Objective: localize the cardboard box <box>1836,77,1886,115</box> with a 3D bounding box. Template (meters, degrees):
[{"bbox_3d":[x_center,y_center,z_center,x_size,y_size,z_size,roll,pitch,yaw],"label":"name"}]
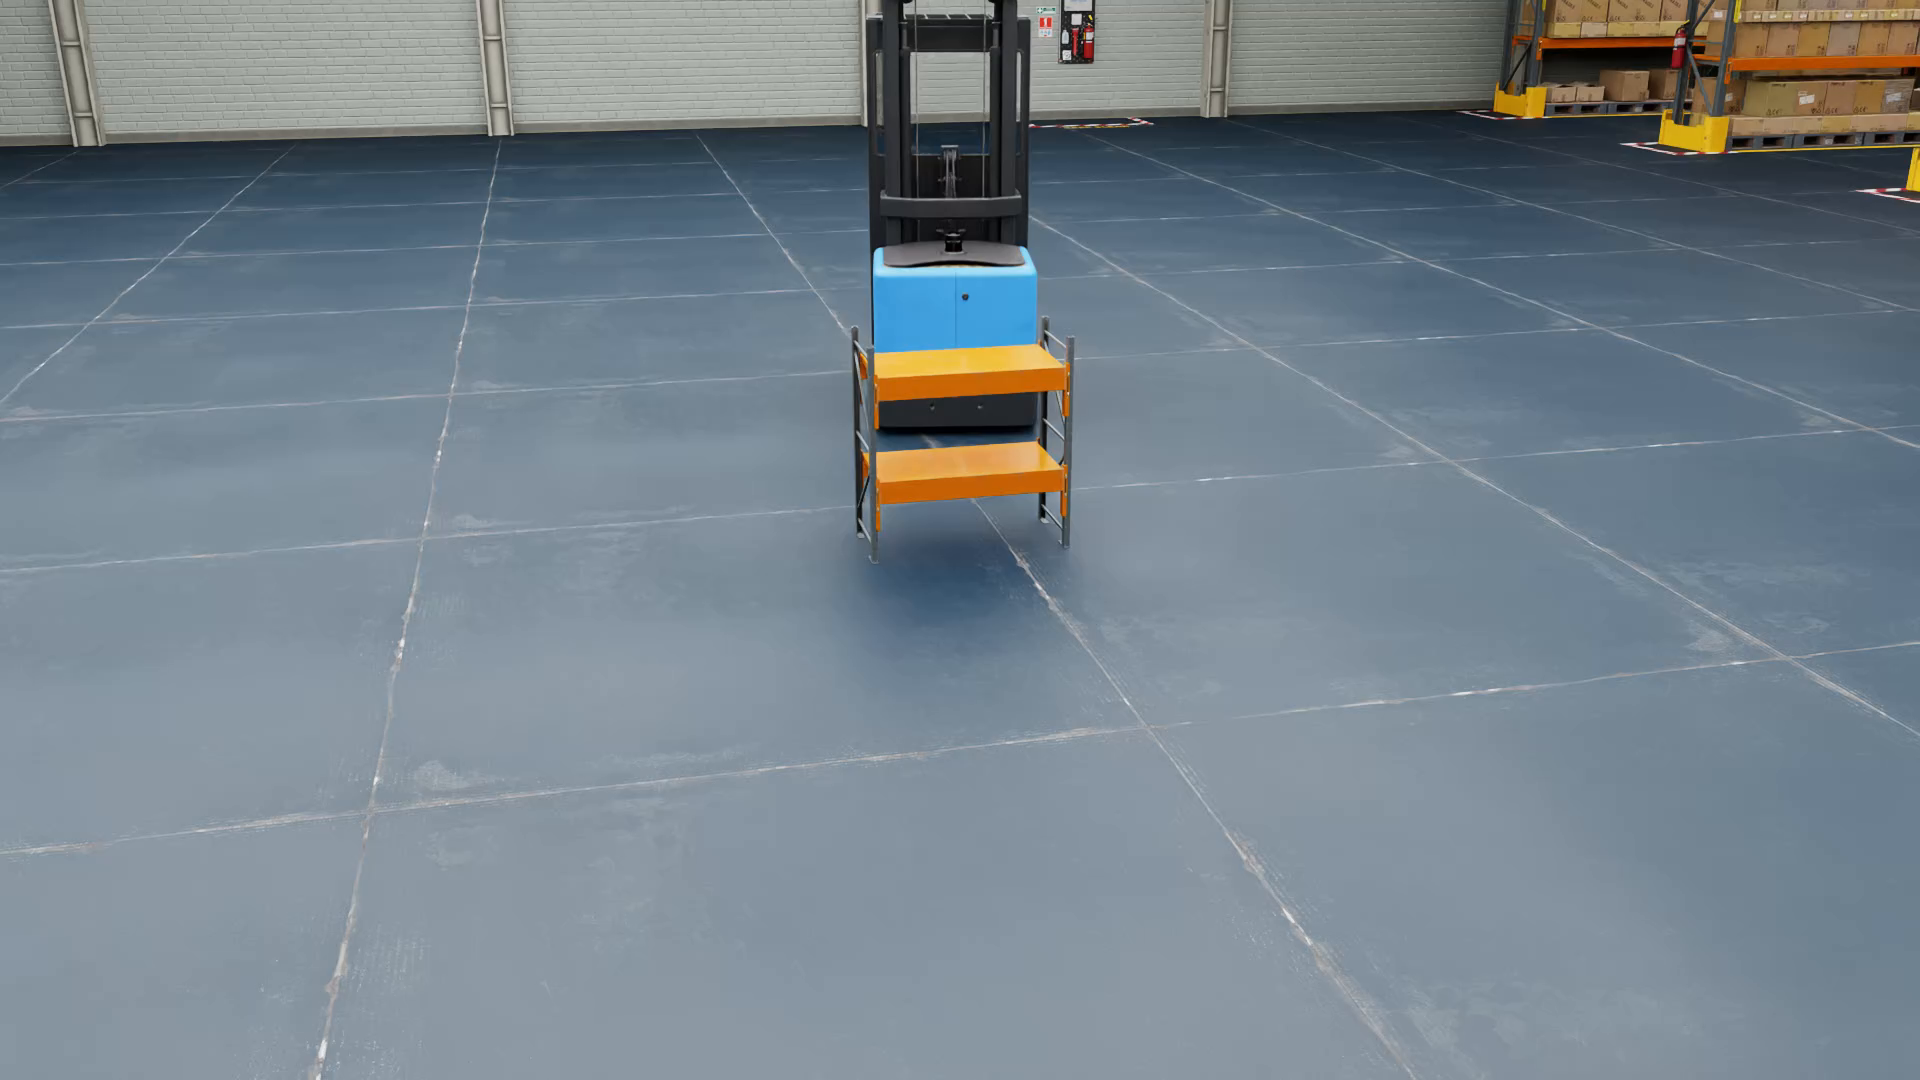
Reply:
[{"bbox_3d":[13.428,-6.647,24.896,0.500,0.500,0.500,-5,21,-12],"label":"cardboard box"}]

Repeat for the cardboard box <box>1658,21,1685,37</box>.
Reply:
[{"bbox_3d":[12.297,-8.951,29.079,0.500,0.250,0.500,-5,21,-13],"label":"cardboard box"}]

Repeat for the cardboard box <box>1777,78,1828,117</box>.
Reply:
[{"bbox_3d":[12.454,-6.569,24.682,0.500,0.500,0.500,-5,21,-12],"label":"cardboard box"}]

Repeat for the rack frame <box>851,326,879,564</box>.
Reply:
[{"bbox_3d":[-0.488,-0.488,8.513,0.032,1.125,0.500,-5,21,-12],"label":"rack frame"}]

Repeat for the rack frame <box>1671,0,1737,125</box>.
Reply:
[{"bbox_3d":[10.911,-7.258,24.268,0.127,3.000,1.000,-5,21,-12],"label":"rack frame"}]

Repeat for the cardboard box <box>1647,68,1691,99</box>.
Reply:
[{"bbox_3d":[12.660,-8.170,29.752,0.500,0.500,0.500,-6,21,-17],"label":"cardboard box"}]

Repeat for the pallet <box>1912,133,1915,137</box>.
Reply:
[{"bbox_3d":[15.512,-6.337,25.807,1.213,0.211,1.003,-5,21,-12],"label":"pallet"}]

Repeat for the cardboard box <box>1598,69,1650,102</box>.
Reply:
[{"bbox_3d":[11.742,-8.060,29.452,0.500,0.500,0.700,-6,21,-16],"label":"cardboard box"}]

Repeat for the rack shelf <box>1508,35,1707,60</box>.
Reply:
[{"bbox_3d":[11.714,-8.737,29.350,4.000,0.370,1.077,-5,21,-12],"label":"rack shelf"}]

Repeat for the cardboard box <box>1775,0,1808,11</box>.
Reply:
[{"bbox_3d":[11.931,-7.995,24.247,0.500,0.500,0.700,-5,21,-14],"label":"cardboard box"}]

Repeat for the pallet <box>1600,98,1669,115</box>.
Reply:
[{"bbox_3d":[11.825,-7.761,29.694,1.213,0.211,1.003,-5,21,-12],"label":"pallet"}]

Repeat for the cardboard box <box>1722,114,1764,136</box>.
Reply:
[{"bbox_3d":[11.484,-6.132,24.582,0.500,0.250,0.500,-5,21,-12],"label":"cardboard box"}]

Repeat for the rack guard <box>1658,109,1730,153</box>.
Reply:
[{"bbox_3d":[10.888,-6.083,24.693,0.348,0.500,1.175,-5,21,-12],"label":"rack guard"}]

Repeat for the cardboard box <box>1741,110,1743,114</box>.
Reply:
[{"bbox_3d":[11.849,-6.349,25.174,0.500,0.250,0.500,-5,21,-12],"label":"cardboard box"}]

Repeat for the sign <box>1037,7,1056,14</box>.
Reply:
[{"bbox_3d":[1.442,-8.857,27.811,0.331,0.109,0.001,-5,21,-12],"label":"sign"}]

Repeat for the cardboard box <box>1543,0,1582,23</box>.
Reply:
[{"bbox_3d":[10.302,-9.145,28.516,0.500,0.500,0.500,-5,21,-12],"label":"cardboard box"}]

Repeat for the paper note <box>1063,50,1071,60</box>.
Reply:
[{"bbox_3d":[1.809,-8.199,28.117,0.142,0.148,0.016,-5,21,-12],"label":"paper note"}]

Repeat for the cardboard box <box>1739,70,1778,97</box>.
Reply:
[{"bbox_3d":[14.373,-8.330,30.187,0.500,0.500,0.700,-4,20,-11],"label":"cardboard box"}]

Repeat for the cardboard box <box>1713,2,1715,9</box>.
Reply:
[{"bbox_3d":[13.272,-9.383,29.167,0.500,0.500,0.500,-5,21,-13],"label":"cardboard box"}]

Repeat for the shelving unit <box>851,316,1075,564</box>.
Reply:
[{"bbox_3d":[0.007,-0.529,8.623,1.048,1.125,0.538,-5,21,-12],"label":"shelving unit"}]

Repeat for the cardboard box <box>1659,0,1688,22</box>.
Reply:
[{"bbox_3d":[12.295,-9.305,28.955,0.500,0.500,0.500,-5,21,-14],"label":"cardboard box"}]

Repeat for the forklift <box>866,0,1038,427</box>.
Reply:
[{"bbox_3d":[-0.088,-2.550,11.515,1.130,2.935,3.031,-1,20,-2],"label":"forklift"}]

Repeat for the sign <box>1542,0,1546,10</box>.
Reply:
[{"bbox_3d":[9.893,-9.141,28.150,0.005,0.325,0.100,-5,21,-12],"label":"sign"}]

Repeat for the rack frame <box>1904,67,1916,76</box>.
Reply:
[{"bbox_3d":[14.804,-7.575,25.133,0.127,3.000,1.000,-5,21,-12],"label":"rack frame"}]

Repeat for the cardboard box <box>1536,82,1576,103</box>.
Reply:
[{"bbox_3d":[10.462,-7.885,29.248,0.500,0.311,0.500,-7,21,-19],"label":"cardboard box"}]

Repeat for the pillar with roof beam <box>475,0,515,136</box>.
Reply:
[{"bbox_3d":[-6.276,-9.212,20.881,0.400,9.000,9.100,-5,21,-12],"label":"pillar with roof beam"}]

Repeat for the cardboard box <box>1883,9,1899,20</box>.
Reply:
[{"bbox_3d":[13.598,-7.753,24.531,0.250,0.149,0.380,-5,21,-13],"label":"cardboard box"}]

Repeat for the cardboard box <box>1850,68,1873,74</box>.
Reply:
[{"bbox_3d":[16.336,-8.506,30.669,0.500,0.500,0.700,-5,21,-13],"label":"cardboard box"}]

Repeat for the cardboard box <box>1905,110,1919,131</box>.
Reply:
[{"bbox_3d":[14.403,-6.371,25.234,0.500,0.250,0.500,-5,21,-12],"label":"cardboard box"}]

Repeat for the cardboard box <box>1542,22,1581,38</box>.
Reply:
[{"bbox_3d":[10.316,-8.788,28.632,0.500,0.250,0.500,-5,21,-14],"label":"cardboard box"}]

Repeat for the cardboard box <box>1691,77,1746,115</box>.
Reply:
[{"bbox_3d":[11.365,-6.659,24.928,0.500,0.500,0.500,-5,21,-12],"label":"cardboard box"}]

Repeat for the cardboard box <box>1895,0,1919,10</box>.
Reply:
[{"bbox_3d":[13.882,-8.153,24.680,0.500,0.500,0.700,-5,21,-13],"label":"cardboard box"}]

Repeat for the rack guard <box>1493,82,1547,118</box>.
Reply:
[{"bbox_3d":[9.842,-7.749,29.241,0.348,0.500,1.175,-5,21,-12],"label":"rack guard"}]

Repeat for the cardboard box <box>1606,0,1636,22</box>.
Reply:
[{"bbox_3d":[11.289,-9.219,28.720,0.500,0.500,0.500,-5,21,-14],"label":"cardboard box"}]

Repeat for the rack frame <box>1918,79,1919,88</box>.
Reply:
[{"bbox_3d":[17.553,-9.549,30.523,0.127,3.000,1.000,-5,21,-12],"label":"rack frame"}]

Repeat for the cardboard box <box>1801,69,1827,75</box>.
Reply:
[{"bbox_3d":[15.370,-8.414,30.418,0.500,0.500,0.700,-4,21,-12],"label":"cardboard box"}]

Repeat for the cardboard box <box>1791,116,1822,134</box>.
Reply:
[{"bbox_3d":[12.457,-6.213,24.801,0.500,0.250,0.500,-5,21,-12],"label":"cardboard box"}]

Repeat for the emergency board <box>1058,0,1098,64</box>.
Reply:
[{"bbox_3d":[1.997,-8.604,27.940,0.643,1.169,0.194,-5,21,-12],"label":"emergency board"}]

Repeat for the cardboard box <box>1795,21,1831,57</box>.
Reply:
[{"bbox_3d":[12.363,-7.419,24.560,0.500,0.500,0.700,-5,21,-12],"label":"cardboard box"}]

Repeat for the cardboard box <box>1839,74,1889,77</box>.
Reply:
[{"bbox_3d":[13.796,-6.859,25.475,0.500,0.500,0.500,-5,21,-12],"label":"cardboard box"}]

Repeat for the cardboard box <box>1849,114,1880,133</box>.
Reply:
[{"bbox_3d":[13.431,-6.290,25.013,0.500,0.250,0.500,-5,21,-12],"label":"cardboard box"}]

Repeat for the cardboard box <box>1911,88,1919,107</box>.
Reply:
[{"bbox_3d":[15.132,-6.872,25.786,0.500,0.311,0.500,-5,21,-12],"label":"cardboard box"}]

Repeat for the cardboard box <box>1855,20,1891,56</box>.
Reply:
[{"bbox_3d":[13.373,-7.502,24.789,0.500,0.500,0.700,-4,21,-12],"label":"cardboard box"}]

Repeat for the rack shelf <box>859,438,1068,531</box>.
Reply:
[{"bbox_3d":[0.007,-0.299,8.707,1.000,0.278,0.538,-5,21,-12],"label":"rack shelf"}]

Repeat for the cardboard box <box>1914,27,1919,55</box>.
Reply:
[{"bbox_3d":[14.374,-7.585,25.014,0.500,0.500,0.700,-5,21,-14],"label":"cardboard box"}]

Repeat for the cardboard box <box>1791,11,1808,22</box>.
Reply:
[{"bbox_3d":[12.088,-7.629,24.192,0.250,0.149,0.380,-5,21,-13],"label":"cardboard box"}]

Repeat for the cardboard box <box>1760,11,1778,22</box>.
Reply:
[{"bbox_3d":[11.599,-7.591,24.087,0.250,0.149,0.380,-5,21,-14],"label":"cardboard box"}]

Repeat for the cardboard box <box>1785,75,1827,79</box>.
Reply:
[{"bbox_3d":[12.821,-6.782,25.264,0.500,0.500,0.500,-5,21,-12],"label":"cardboard box"}]

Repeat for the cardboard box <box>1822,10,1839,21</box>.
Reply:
[{"bbox_3d":[12.596,-7.672,24.308,0.250,0.149,0.380,-5,21,-13],"label":"cardboard box"}]

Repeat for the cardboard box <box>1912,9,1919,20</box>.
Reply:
[{"bbox_3d":[14.093,-7.793,24.639,0.250,0.149,0.380,-5,21,-14],"label":"cardboard box"}]

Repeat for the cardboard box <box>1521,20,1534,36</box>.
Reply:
[{"bbox_3d":[10.178,-8.957,29.095,0.500,0.250,0.500,-4,21,-12],"label":"cardboard box"}]

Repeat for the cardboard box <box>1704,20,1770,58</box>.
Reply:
[{"bbox_3d":[11.369,-7.338,24.340,0.500,0.500,0.700,-5,21,-12],"label":"cardboard box"}]

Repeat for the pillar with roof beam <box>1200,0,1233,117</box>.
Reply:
[{"bbox_3d":[5.402,-10.162,23.474,0.400,9.000,9.100,-5,21,-12],"label":"pillar with roof beam"}]

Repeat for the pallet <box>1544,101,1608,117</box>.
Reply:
[{"bbox_3d":[10.641,-7.665,29.434,1.213,0.211,1.003,-5,21,-12],"label":"pallet"}]

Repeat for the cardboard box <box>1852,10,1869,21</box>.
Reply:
[{"bbox_3d":[13.095,-7.711,24.416,0.250,0.149,0.380,-4,20,-11],"label":"cardboard box"}]

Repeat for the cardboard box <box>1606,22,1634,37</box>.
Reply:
[{"bbox_3d":[11.315,-8.872,28.862,0.500,0.250,0.500,-5,21,-13],"label":"cardboard box"}]

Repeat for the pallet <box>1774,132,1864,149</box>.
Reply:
[{"bbox_3d":[12.831,-6.119,25.212,1.213,0.211,1.003,-5,21,-12],"label":"pallet"}]

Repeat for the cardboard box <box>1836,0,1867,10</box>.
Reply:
[{"bbox_3d":[12.908,-8.075,24.465,0.500,0.500,0.700,-5,21,-12],"label":"cardboard box"}]
